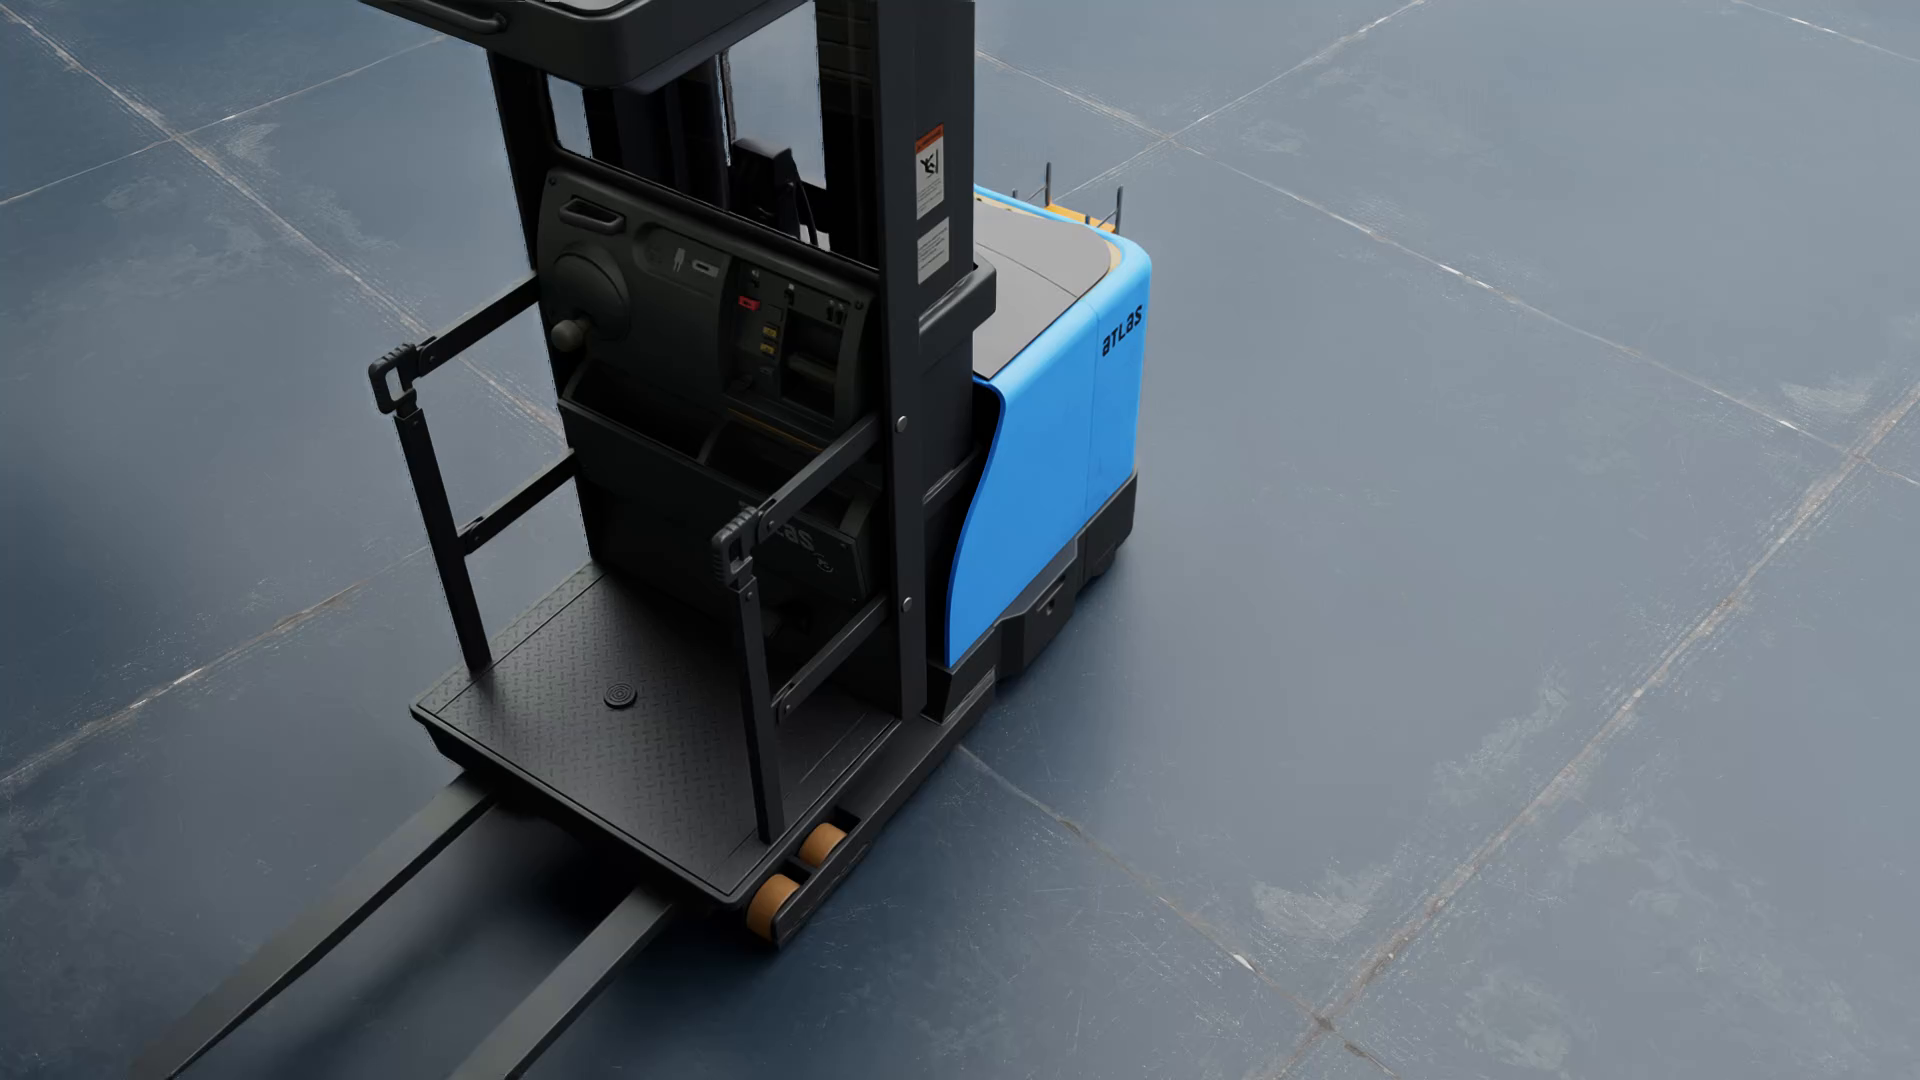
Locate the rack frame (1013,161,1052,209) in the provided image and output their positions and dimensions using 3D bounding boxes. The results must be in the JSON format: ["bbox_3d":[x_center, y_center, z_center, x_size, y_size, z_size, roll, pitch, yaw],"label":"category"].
[{"bbox_3d":[0.211,-0.678,5.210,0.008,1.050,0.200,25,48,24],"label":"rack frame"}]

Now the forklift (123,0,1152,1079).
[{"bbox_3d":[-0.706,-0.448,3.575,1.130,2.935,3.031,25,48,24],"label":"forklift"}]

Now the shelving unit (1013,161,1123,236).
[{"bbox_3d":[0.312,-0.632,5.160,0.252,1.050,0.215,25,48,24],"label":"shelving unit"}]

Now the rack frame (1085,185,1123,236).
[{"bbox_3d":[0.413,-0.585,5.109,0.008,1.050,0.200,25,48,24],"label":"rack frame"}]

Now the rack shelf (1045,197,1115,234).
[{"bbox_3d":[0.312,-0.832,4.974,0.240,0.259,0.215,25,48,24],"label":"rack shelf"}]
